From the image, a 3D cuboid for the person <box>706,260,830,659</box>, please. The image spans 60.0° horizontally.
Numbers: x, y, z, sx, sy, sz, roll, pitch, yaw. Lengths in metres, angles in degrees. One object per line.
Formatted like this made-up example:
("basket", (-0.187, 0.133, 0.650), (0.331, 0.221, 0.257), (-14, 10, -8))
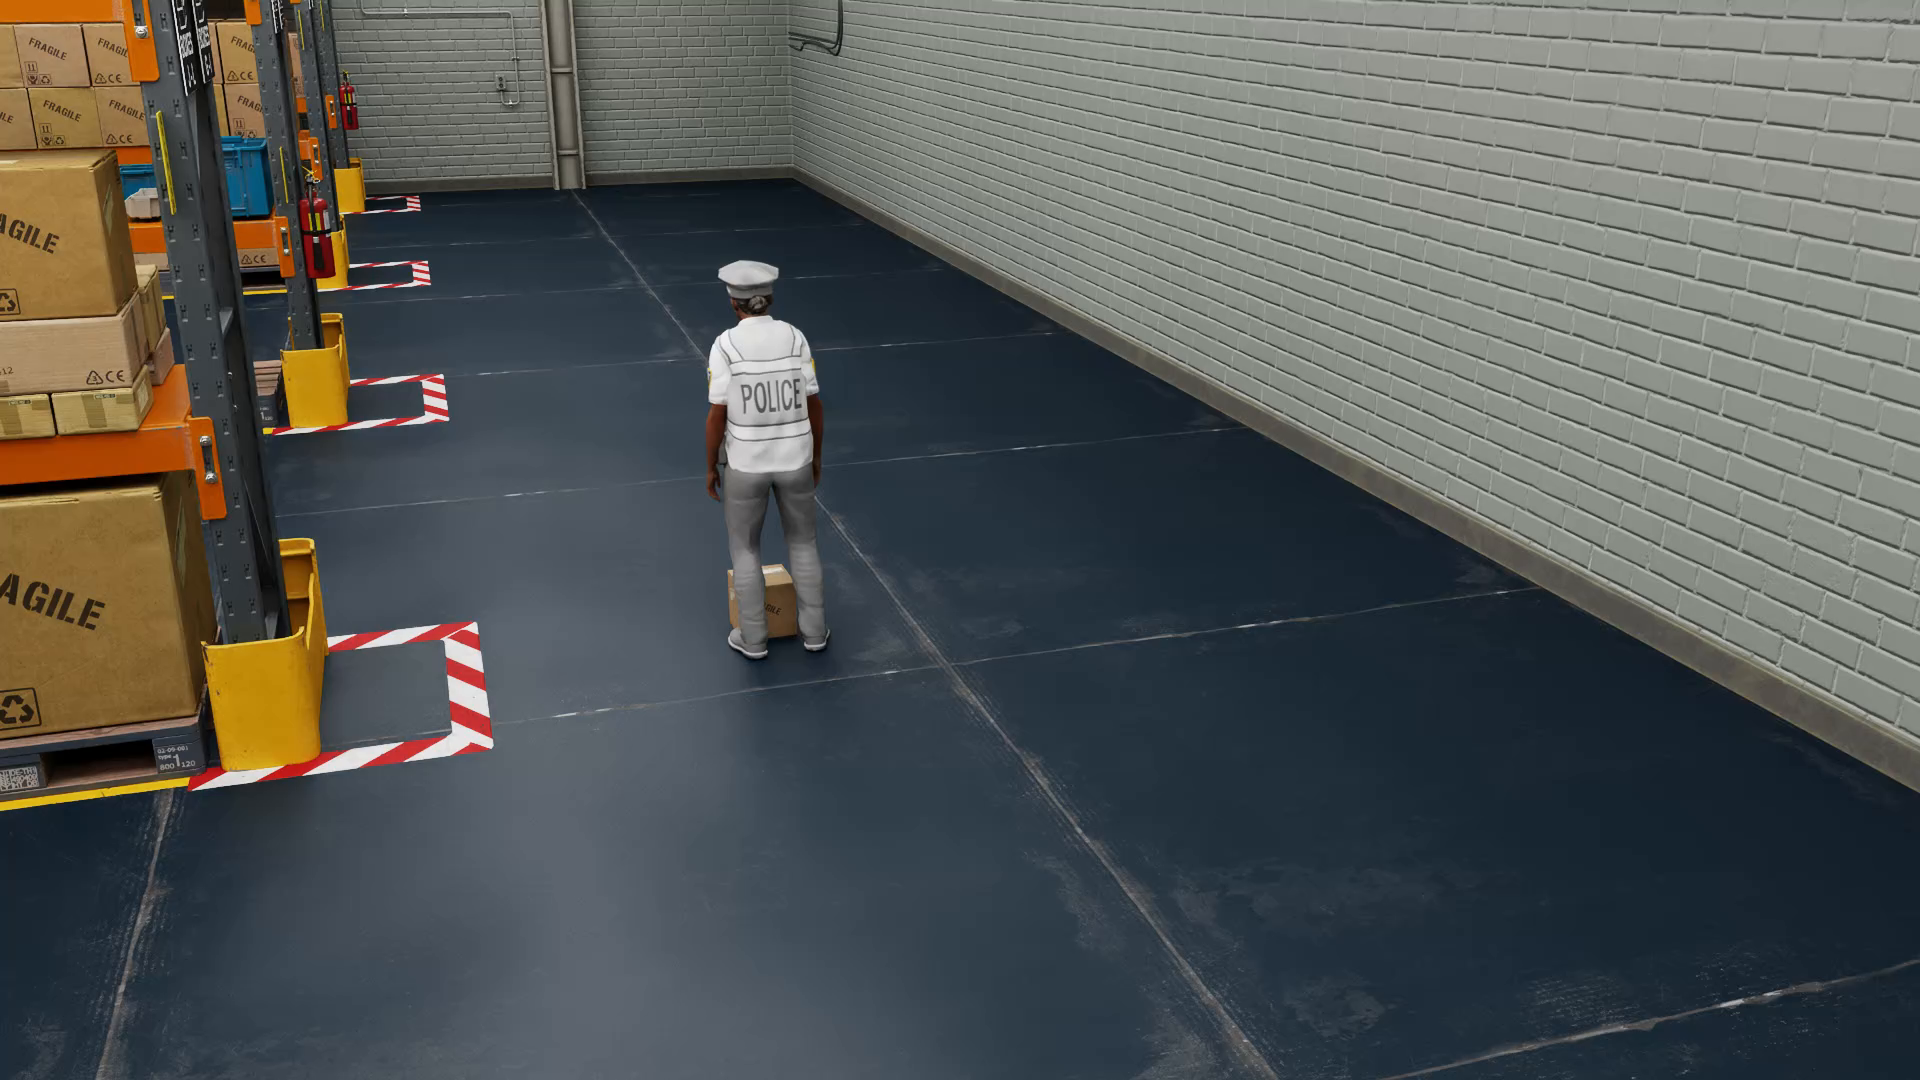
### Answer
("person", (-0.802, -0.315, 6.961), (0.527, 1.662, 0.393), (-7, 21, -19))
